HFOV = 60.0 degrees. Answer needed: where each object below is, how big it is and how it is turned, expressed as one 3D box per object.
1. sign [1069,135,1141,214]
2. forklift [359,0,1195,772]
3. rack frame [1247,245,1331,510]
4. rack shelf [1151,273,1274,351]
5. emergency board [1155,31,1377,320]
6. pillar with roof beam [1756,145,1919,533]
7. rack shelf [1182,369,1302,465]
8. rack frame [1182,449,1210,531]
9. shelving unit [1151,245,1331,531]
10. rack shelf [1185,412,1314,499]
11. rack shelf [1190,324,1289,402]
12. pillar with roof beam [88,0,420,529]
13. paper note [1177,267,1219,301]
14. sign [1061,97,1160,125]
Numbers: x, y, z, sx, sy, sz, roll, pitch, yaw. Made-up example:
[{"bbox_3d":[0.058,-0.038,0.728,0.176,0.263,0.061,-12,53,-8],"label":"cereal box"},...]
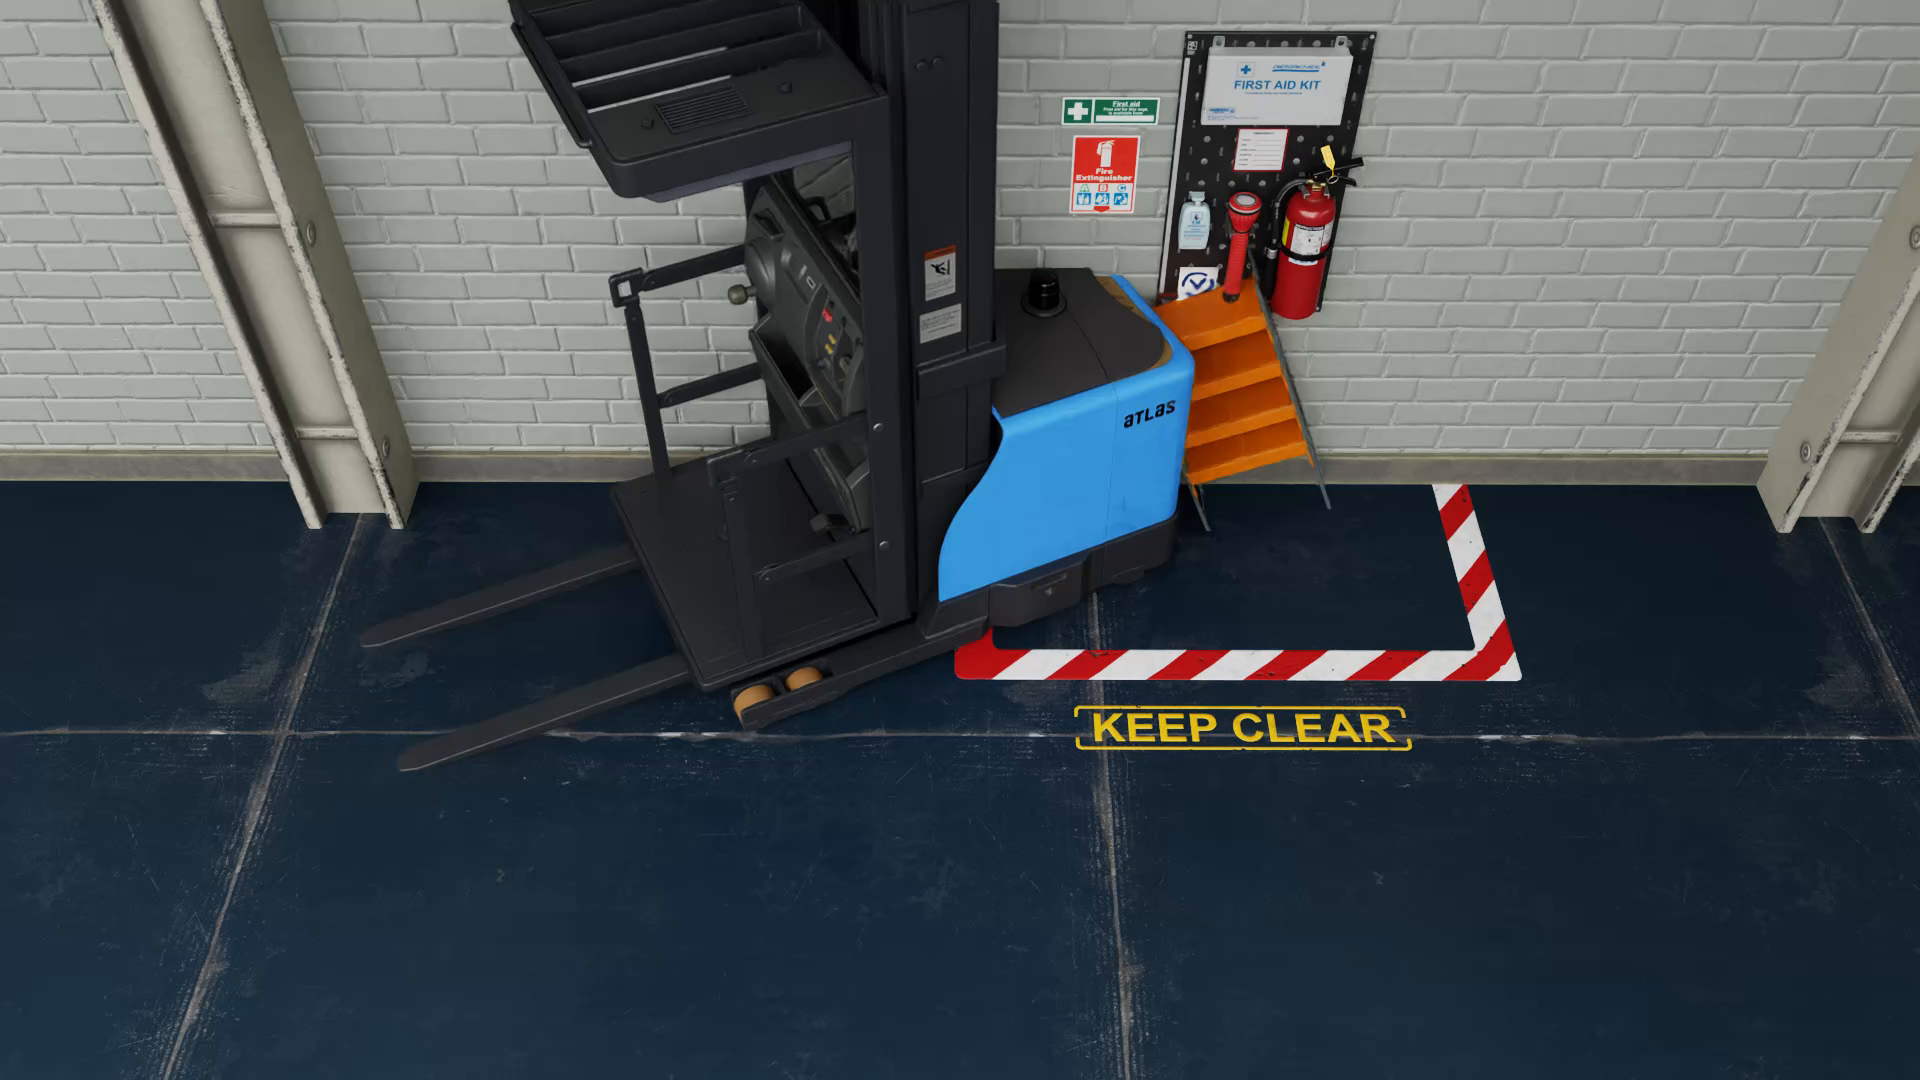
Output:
[{"bbox_3d":[0.509,-1.289,5.877,0.234,0.329,0.001,0,47,0],"label":"sign"},{"bbox_3d":[-0.703,-0.752,5.447,3.031,2.935,1.130,-19,50,-17],"label":"forklift"},{"bbox_3d":[1.270,-0.601,6.391,0.015,1.200,0.240,-16,43,15],"label":"rack frame"},{"bbox_3d":[0.899,-0.794,6.193,0.480,0.148,0.258,-16,43,15],"label":"rack shelf"},{"bbox_3d":[1.062,-1.200,5.818,0.643,1.169,0.194,0,47,0],"label":"emergency board"},{"bbox_3d":[3.517,-0.058,0.657,0.400,9.000,9.100,0,47,0],"label":"pillar with roof beam"},{"bbox_3d":[1.067,-0.493,6.497,0.480,0.148,0.258,-16,43,15],"label":"rack shelf"},{"bbox_3d":[0.816,-0.472,6.515,0.015,1.200,0.240,-16,43,15],"label":"rack frame"},{"bbox_3d":[1.043,-0.537,6.453,0.503,1.200,0.258,-16,43,15],"label":"shelving unit"},{"bbox_3d":[1.140,-0.363,6.629,0.480,0.148,0.258,-16,43,15],"label":"rack shelf"},{"bbox_3d":[0.985,-0.639,6.349,0.480,0.148,0.258,-16,43,15],"label":"rack shelf"},{"bbox_3d":[-2.483,-0.075,0.672,0.400,9.000,9.100,0,47,0],"label":"pillar with roof beam"},{"bbox_3d":[0.885,-0.951,6.188,0.142,0.148,0.016,0,47,0],"label":"paper note"},{"bbox_3d":[0.514,-1.463,5.677,0.331,0.109,0.001,0,47,0],"label":"sign"}]
